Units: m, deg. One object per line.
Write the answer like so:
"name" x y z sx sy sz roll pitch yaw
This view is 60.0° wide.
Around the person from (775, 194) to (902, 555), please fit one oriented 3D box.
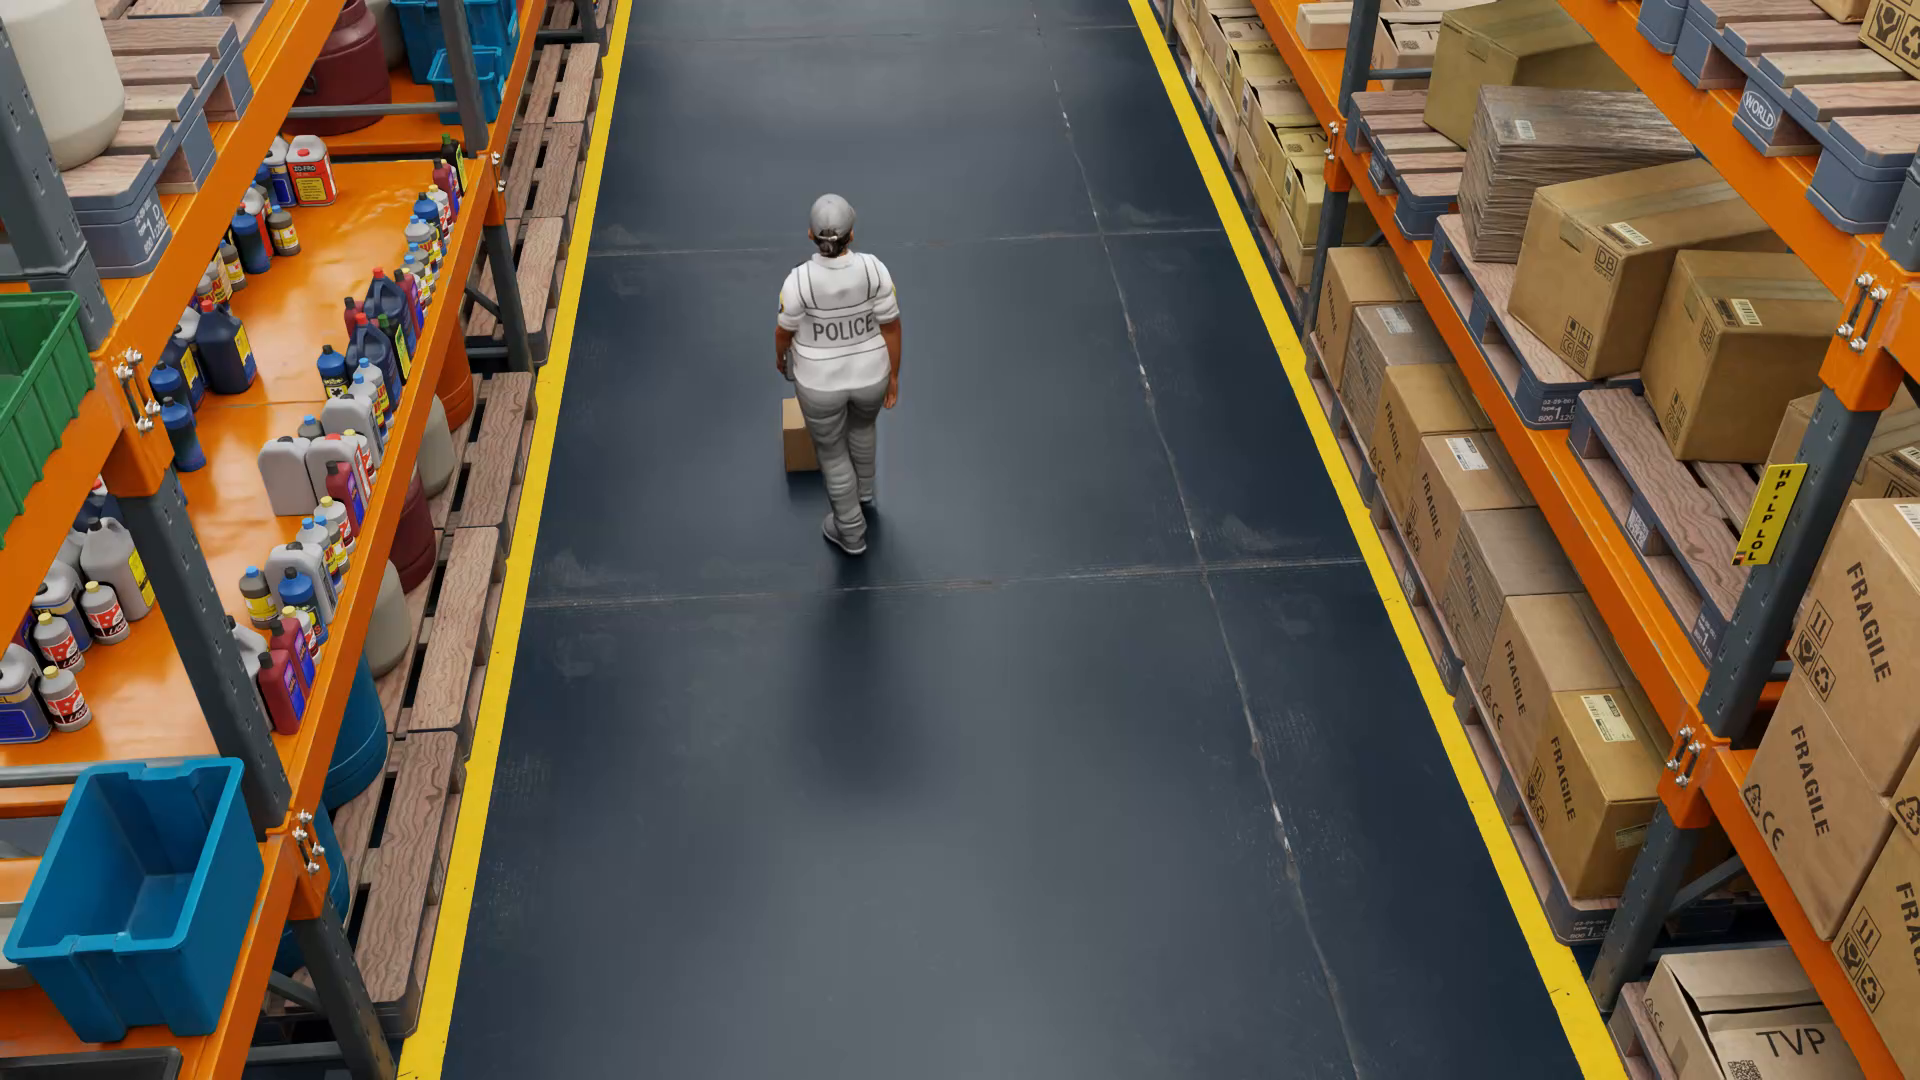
"person" -0.539 -0.706 7.047 0.486 1.729 0.577 -17 42 -20
